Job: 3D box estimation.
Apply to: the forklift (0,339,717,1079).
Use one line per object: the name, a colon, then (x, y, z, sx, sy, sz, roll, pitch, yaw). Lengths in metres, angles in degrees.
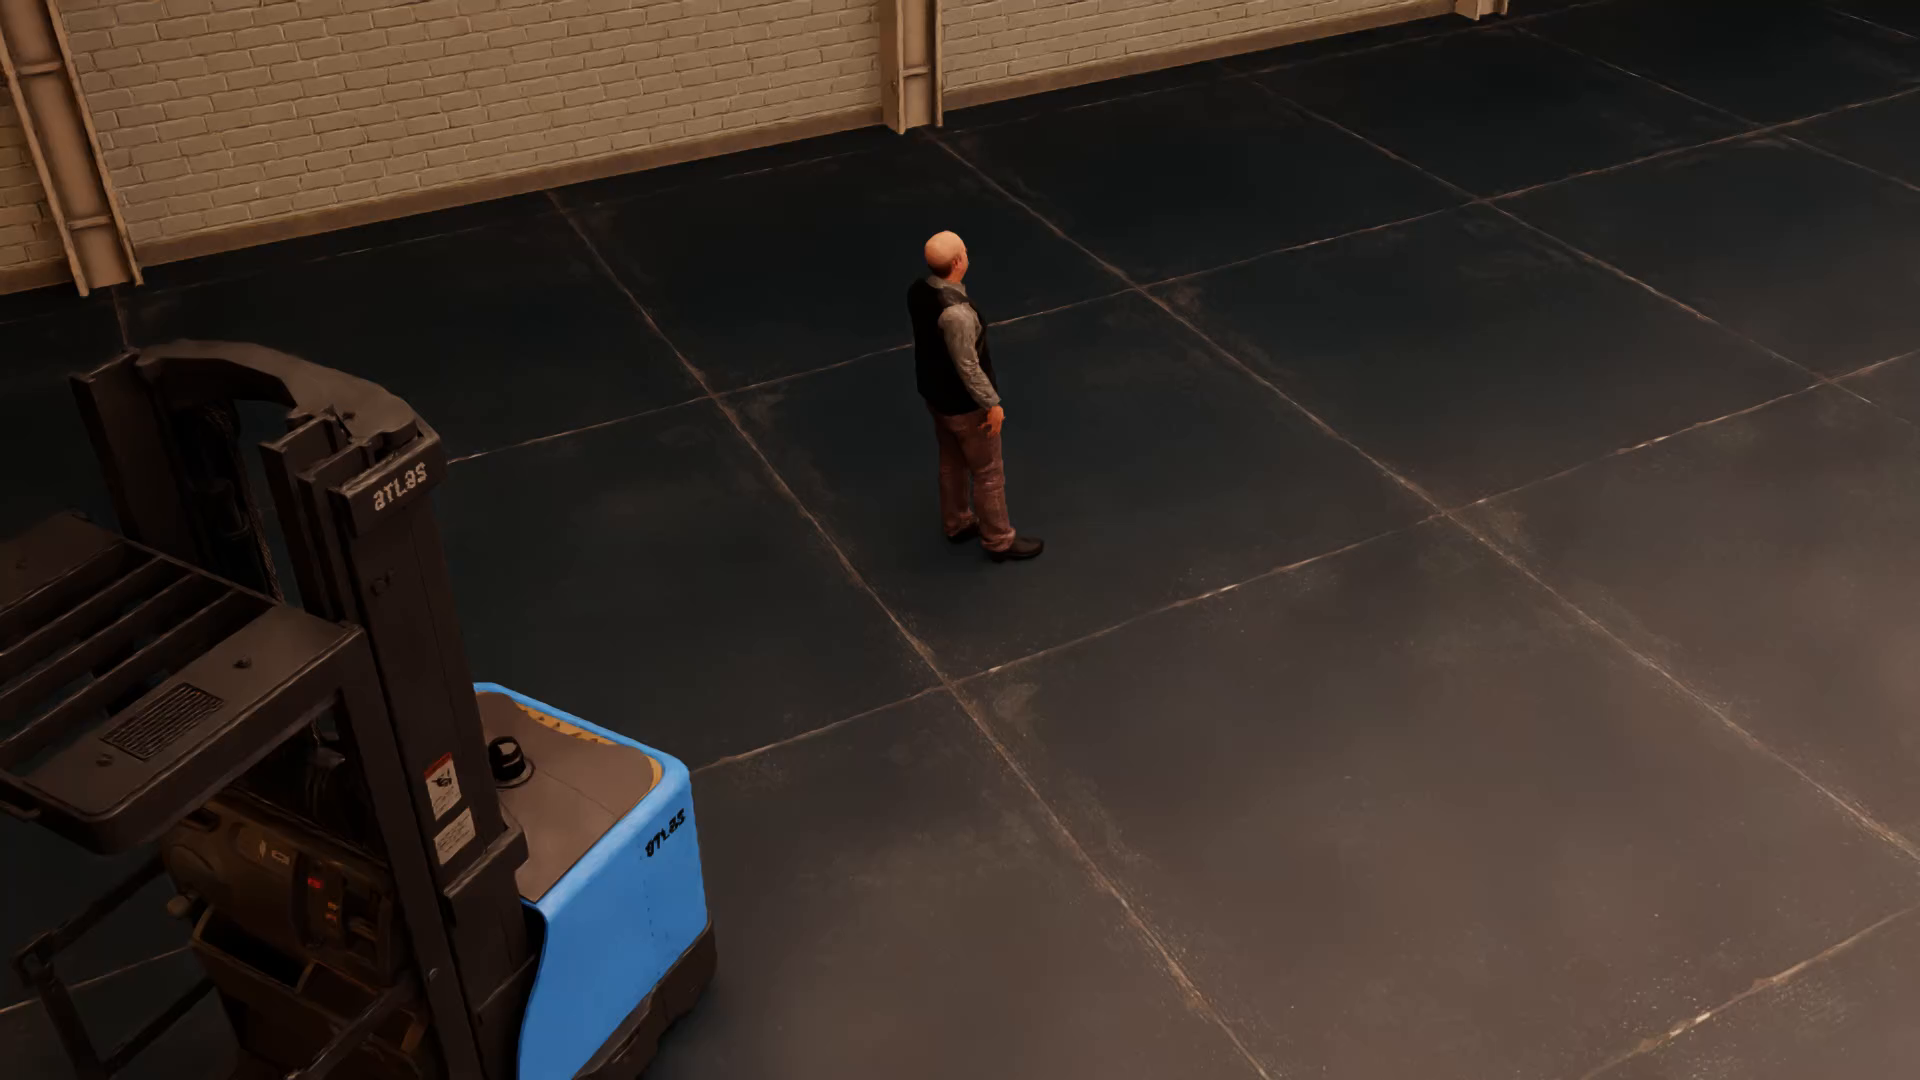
forklift: (-2.069, 1.055, 4.630, 1.130, 2.935, 3.031, 18, 39, 23)

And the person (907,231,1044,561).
person: (0.059, -0.721, 8.179, 0.567, 1.720, 0.632, -17, 39, -23)
